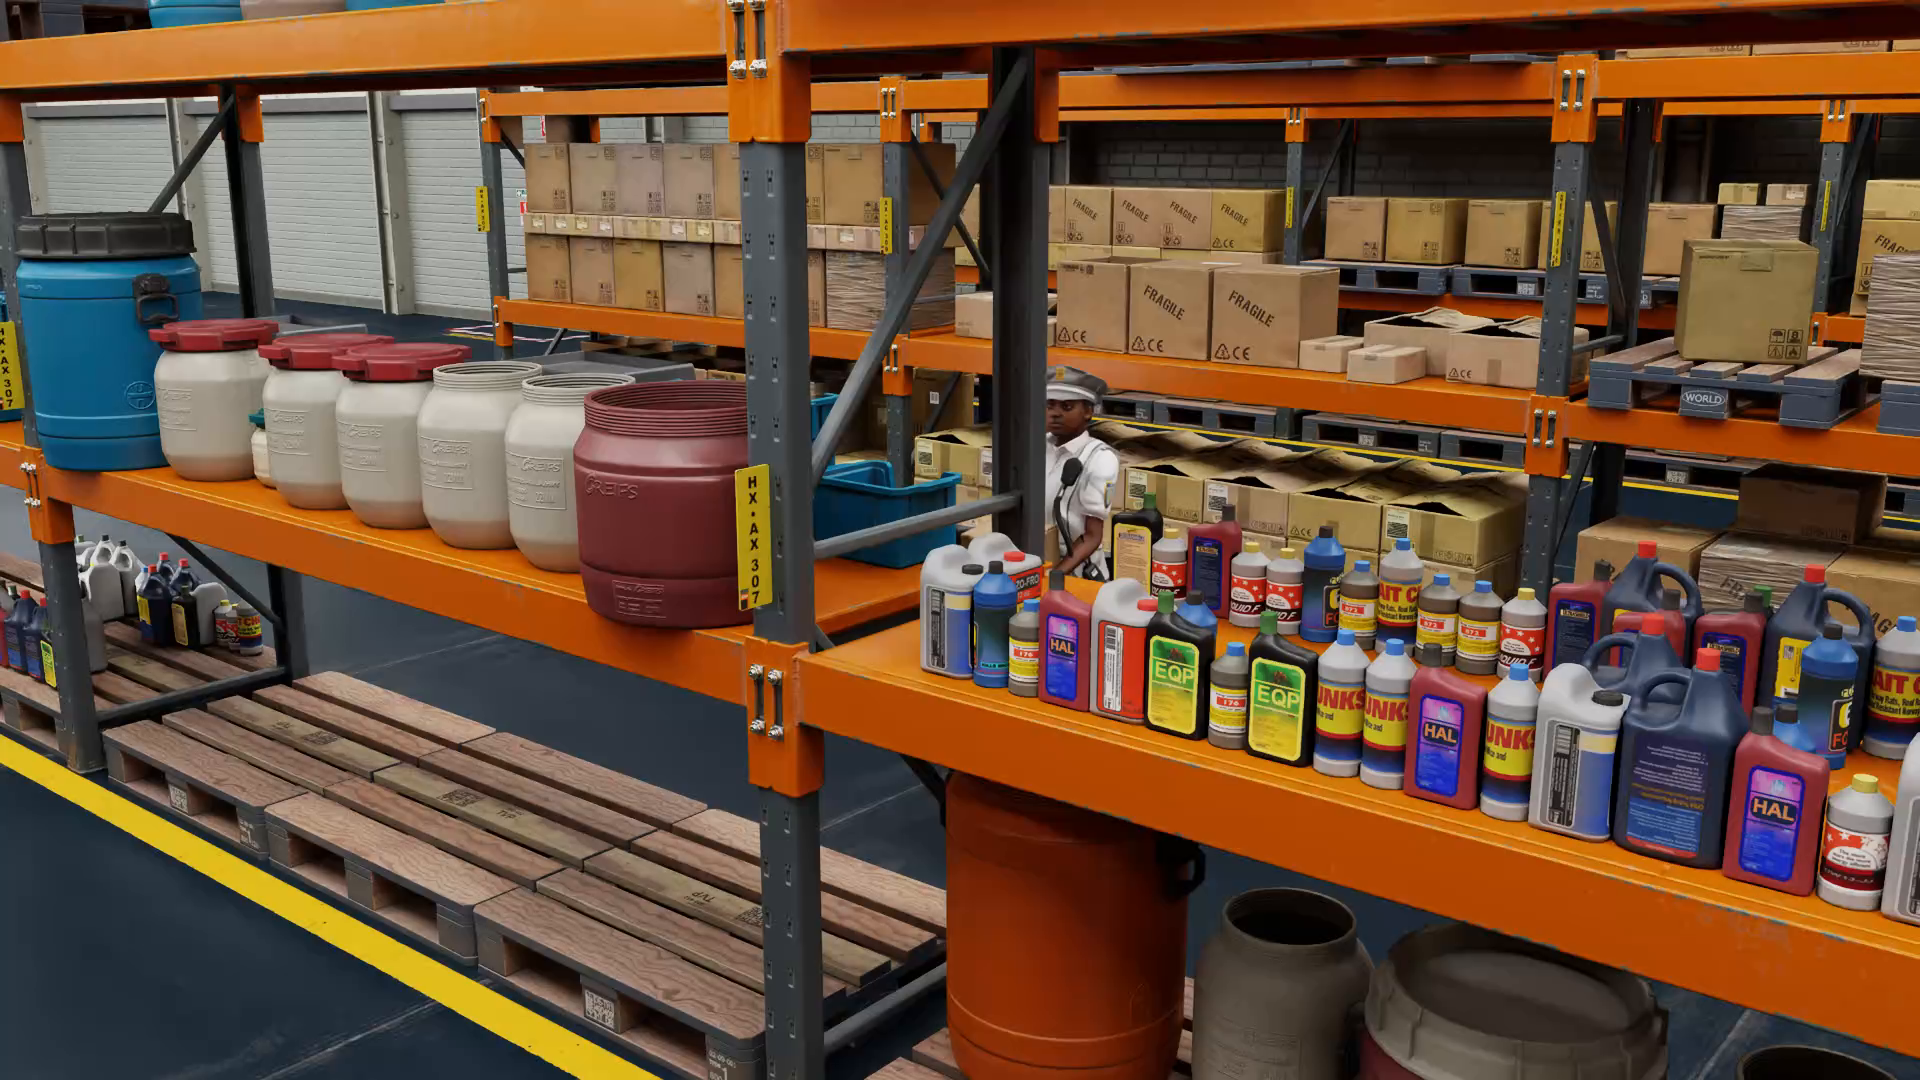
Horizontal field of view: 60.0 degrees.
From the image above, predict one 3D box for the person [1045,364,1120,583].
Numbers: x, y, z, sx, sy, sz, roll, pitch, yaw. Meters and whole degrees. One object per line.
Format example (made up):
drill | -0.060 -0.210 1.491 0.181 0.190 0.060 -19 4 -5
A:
person | 0.305 0.197 6.118 0.451 1.688 0.533 11 17 39
